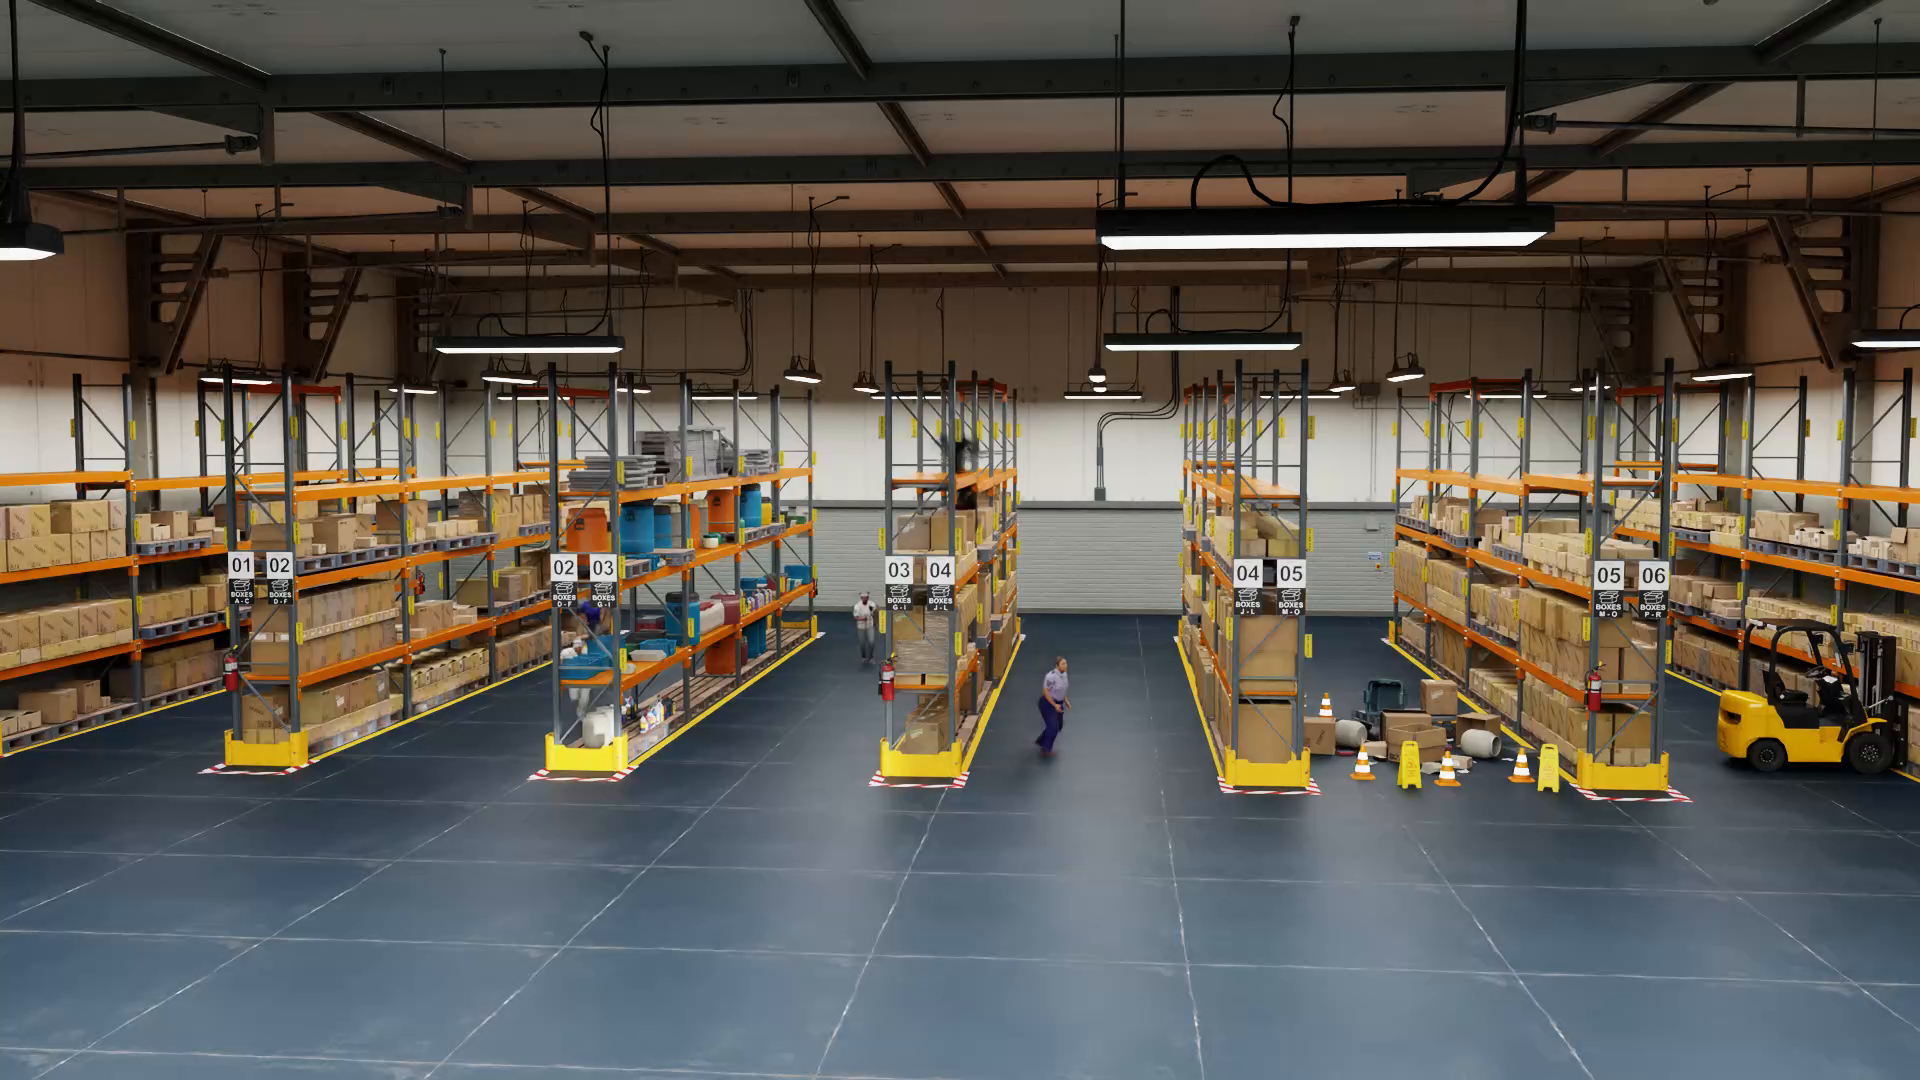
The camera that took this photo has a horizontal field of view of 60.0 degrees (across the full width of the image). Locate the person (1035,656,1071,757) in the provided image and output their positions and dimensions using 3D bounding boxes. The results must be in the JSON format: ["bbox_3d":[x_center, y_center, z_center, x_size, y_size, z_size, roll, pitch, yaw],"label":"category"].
[{"bbox_3d":[1.378,2.547,25.585,0.726,1.589,0.610,3,5,39],"label":"person"}]

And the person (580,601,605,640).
[{"bbox_3d":[-7.892,1.963,35.846,0.558,1.447,0.959,0,4,-7],"label":"person"}]

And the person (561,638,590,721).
[{"bbox_3d":[-6.581,2.396,28.459,0.637,1.492,0.774,-1,4,-12],"label":"person"}]

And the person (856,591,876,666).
[{"bbox_3d":[-2.007,1.857,35.483,0.414,1.614,0.735,0,4,-5],"label":"person"}]
